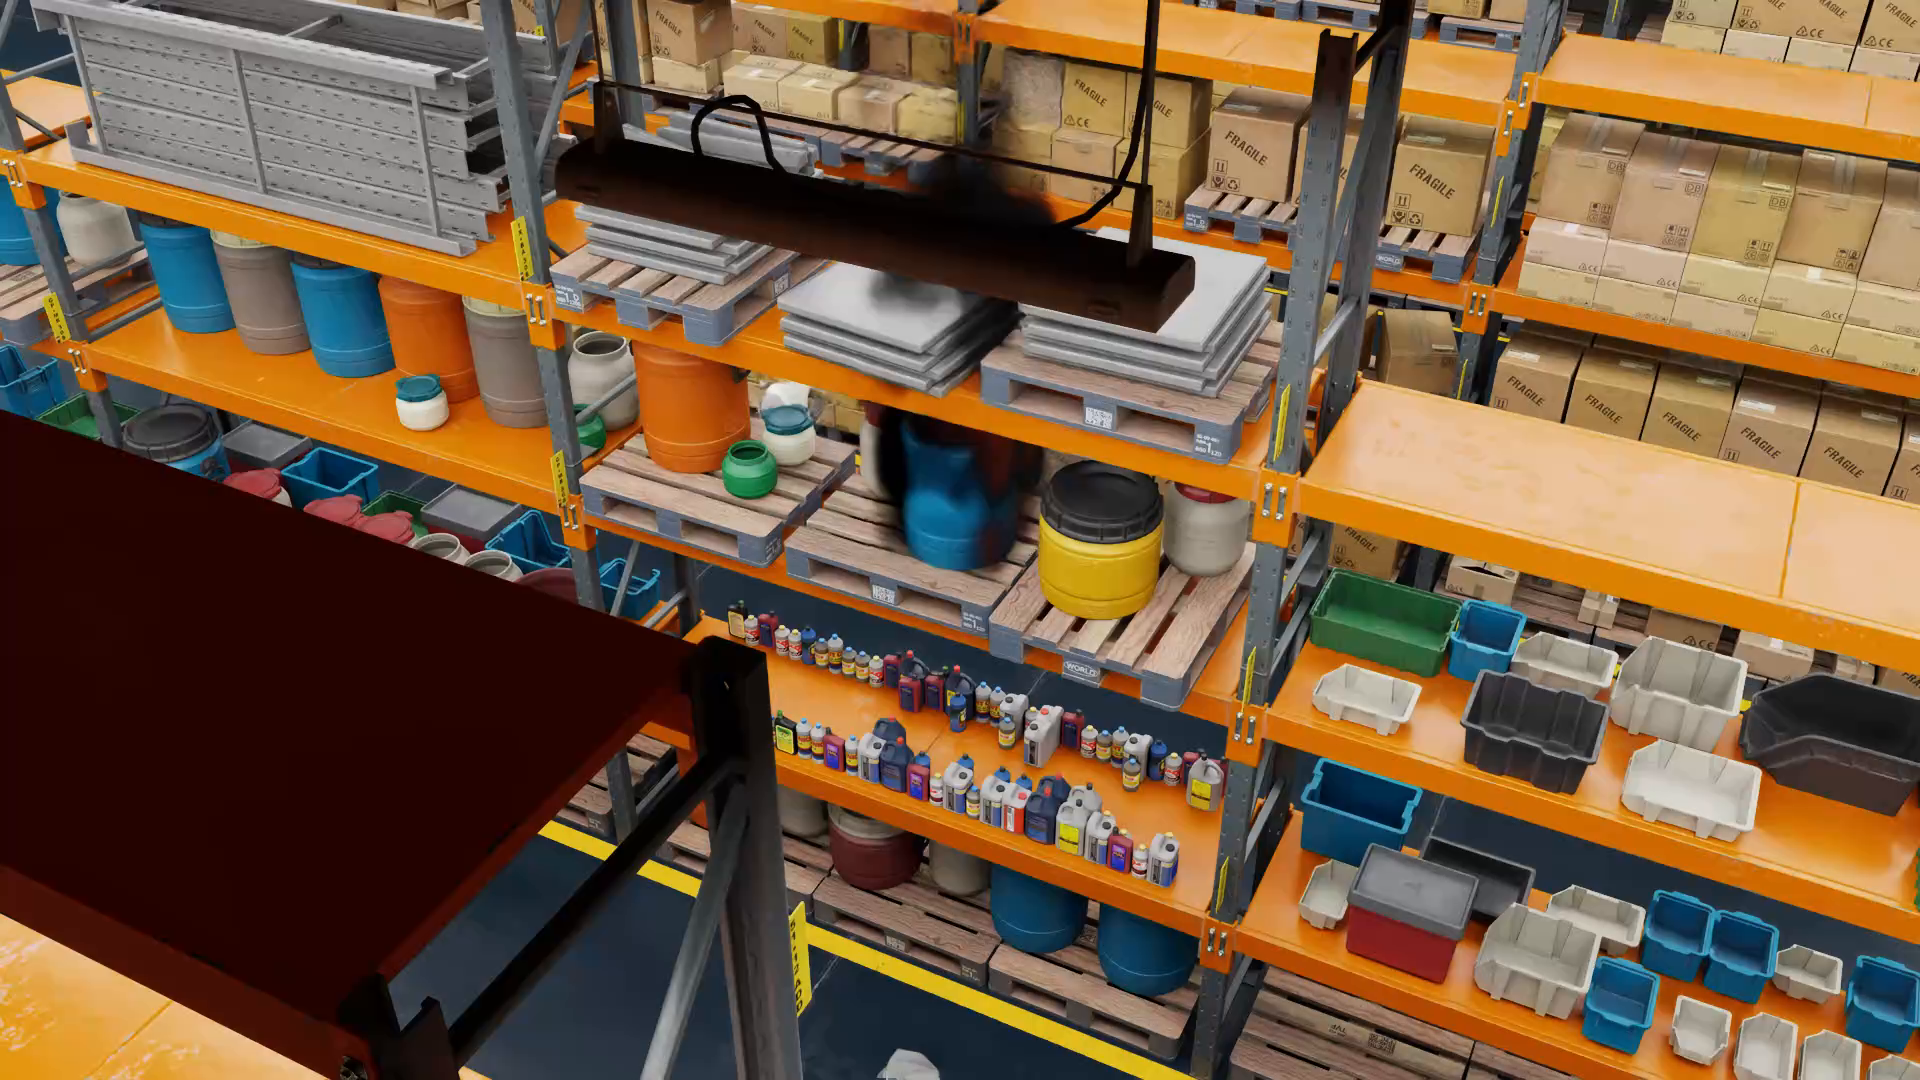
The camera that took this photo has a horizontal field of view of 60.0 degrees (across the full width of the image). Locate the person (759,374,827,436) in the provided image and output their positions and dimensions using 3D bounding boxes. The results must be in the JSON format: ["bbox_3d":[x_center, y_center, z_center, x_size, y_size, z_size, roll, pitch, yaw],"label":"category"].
[{"bbox_3d":[-1.327,-0.723,13.001,0.909,1.767,0.681,17,38,23],"label":"person"}]

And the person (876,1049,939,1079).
[{"bbox_3d":[-0.185,2.999,7.708,0.883,1.720,0.589,11,36,15],"label":"person"}]
